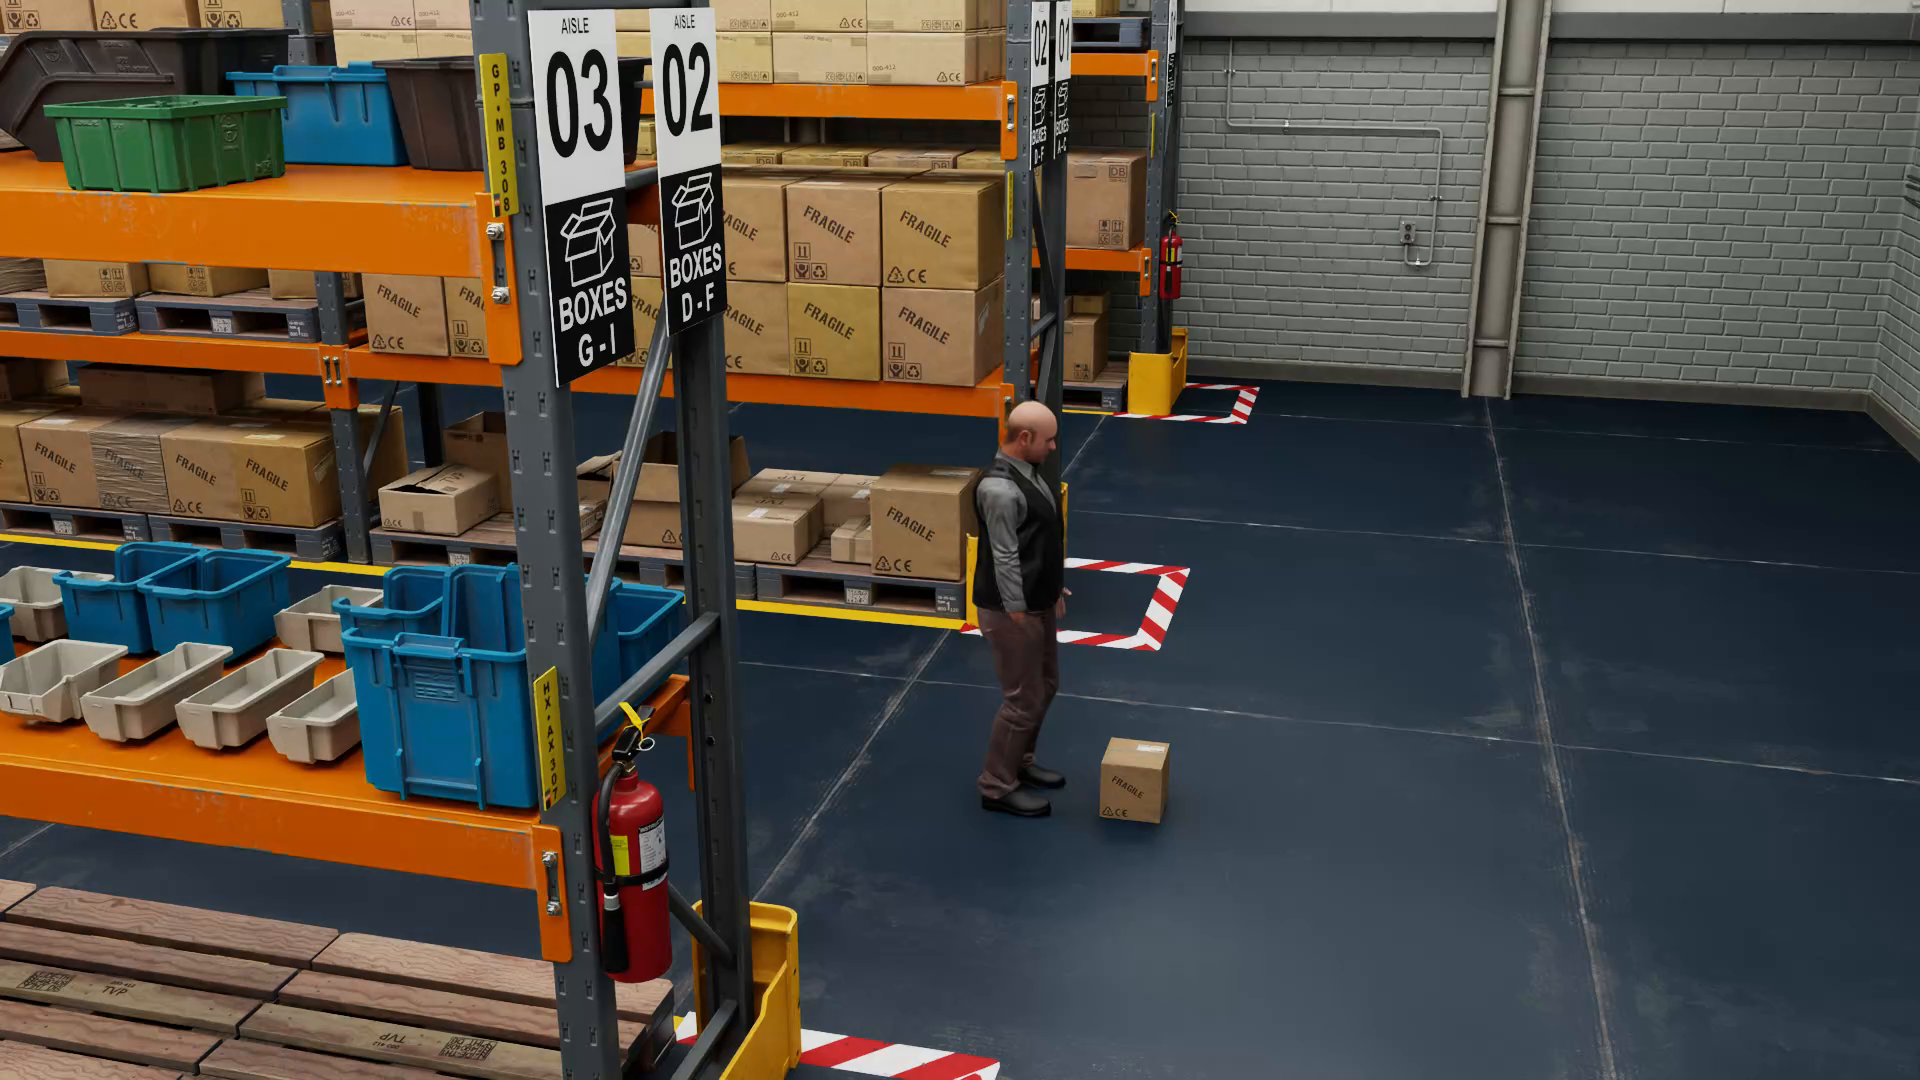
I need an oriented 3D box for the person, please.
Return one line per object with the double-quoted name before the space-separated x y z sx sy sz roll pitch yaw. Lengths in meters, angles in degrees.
"person" 0.251 0.266 6.823 0.361 1.713 0.538 5 19 15
